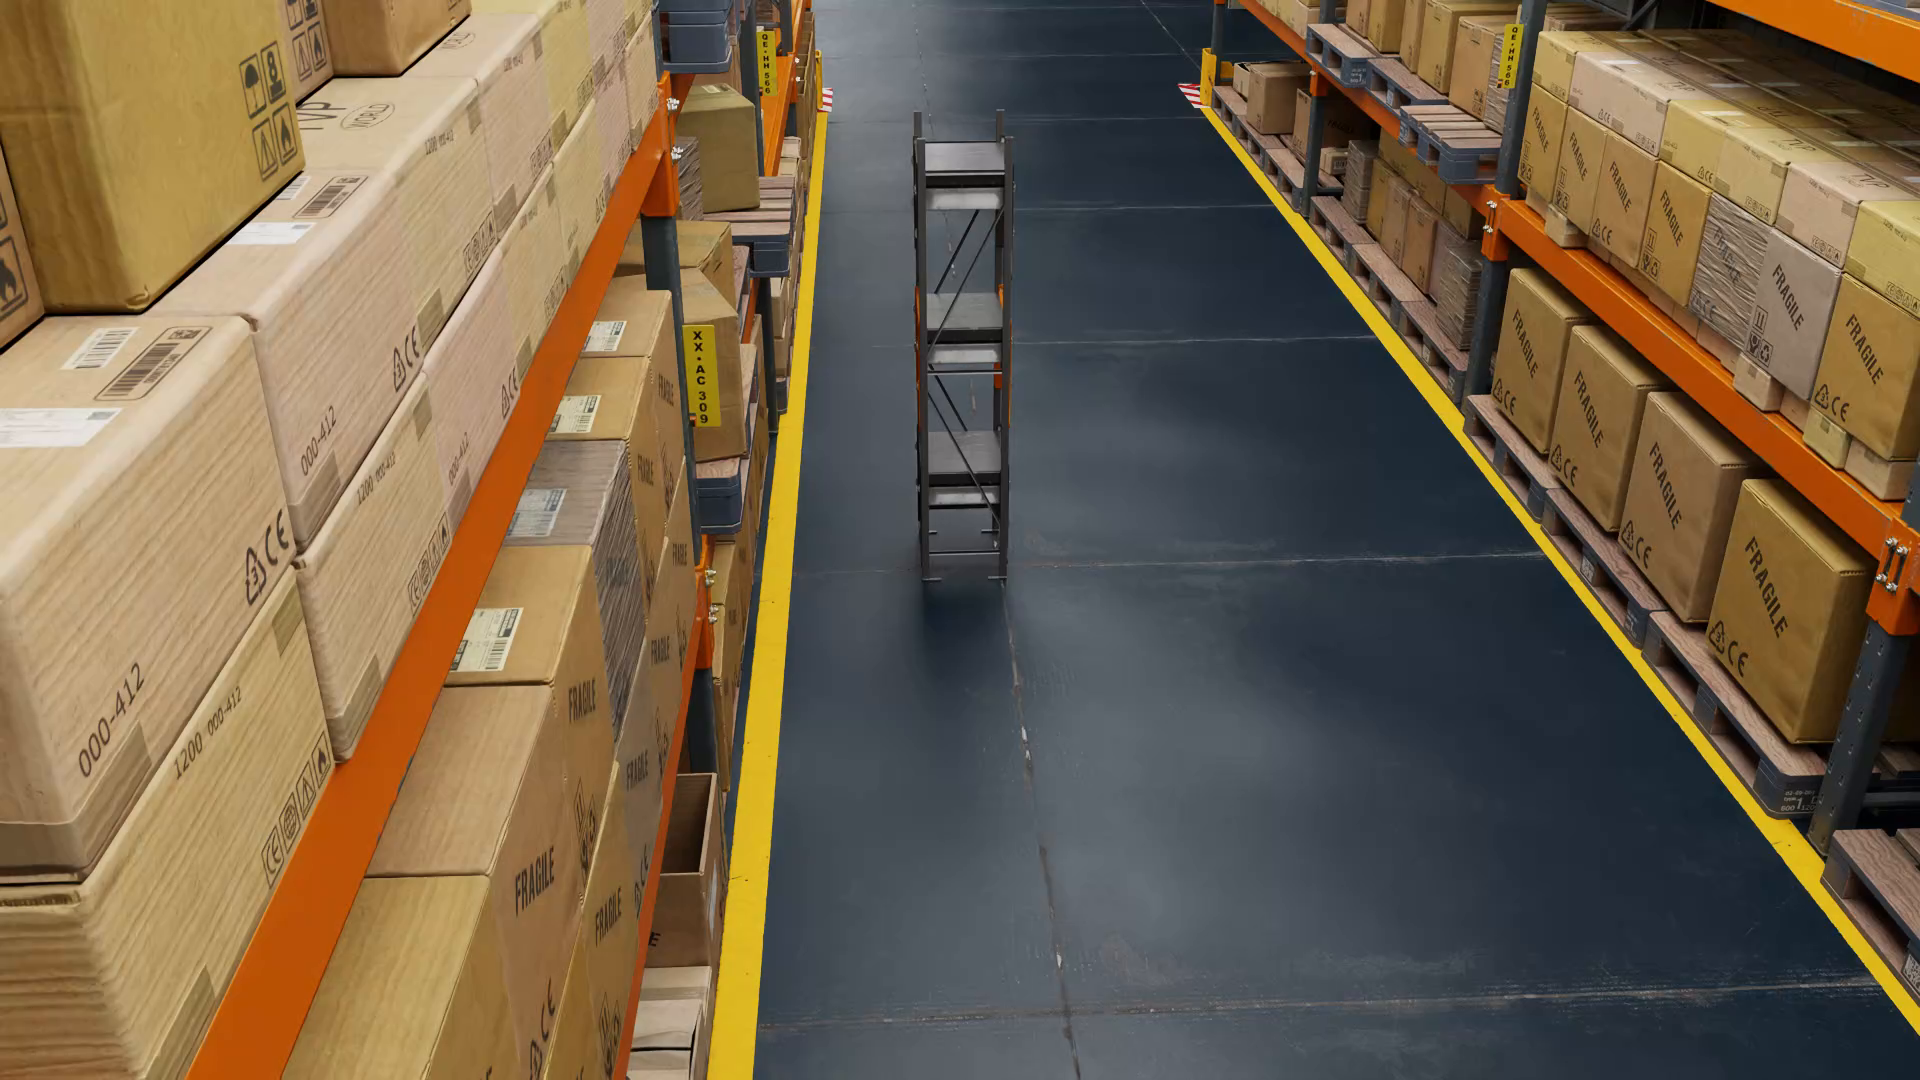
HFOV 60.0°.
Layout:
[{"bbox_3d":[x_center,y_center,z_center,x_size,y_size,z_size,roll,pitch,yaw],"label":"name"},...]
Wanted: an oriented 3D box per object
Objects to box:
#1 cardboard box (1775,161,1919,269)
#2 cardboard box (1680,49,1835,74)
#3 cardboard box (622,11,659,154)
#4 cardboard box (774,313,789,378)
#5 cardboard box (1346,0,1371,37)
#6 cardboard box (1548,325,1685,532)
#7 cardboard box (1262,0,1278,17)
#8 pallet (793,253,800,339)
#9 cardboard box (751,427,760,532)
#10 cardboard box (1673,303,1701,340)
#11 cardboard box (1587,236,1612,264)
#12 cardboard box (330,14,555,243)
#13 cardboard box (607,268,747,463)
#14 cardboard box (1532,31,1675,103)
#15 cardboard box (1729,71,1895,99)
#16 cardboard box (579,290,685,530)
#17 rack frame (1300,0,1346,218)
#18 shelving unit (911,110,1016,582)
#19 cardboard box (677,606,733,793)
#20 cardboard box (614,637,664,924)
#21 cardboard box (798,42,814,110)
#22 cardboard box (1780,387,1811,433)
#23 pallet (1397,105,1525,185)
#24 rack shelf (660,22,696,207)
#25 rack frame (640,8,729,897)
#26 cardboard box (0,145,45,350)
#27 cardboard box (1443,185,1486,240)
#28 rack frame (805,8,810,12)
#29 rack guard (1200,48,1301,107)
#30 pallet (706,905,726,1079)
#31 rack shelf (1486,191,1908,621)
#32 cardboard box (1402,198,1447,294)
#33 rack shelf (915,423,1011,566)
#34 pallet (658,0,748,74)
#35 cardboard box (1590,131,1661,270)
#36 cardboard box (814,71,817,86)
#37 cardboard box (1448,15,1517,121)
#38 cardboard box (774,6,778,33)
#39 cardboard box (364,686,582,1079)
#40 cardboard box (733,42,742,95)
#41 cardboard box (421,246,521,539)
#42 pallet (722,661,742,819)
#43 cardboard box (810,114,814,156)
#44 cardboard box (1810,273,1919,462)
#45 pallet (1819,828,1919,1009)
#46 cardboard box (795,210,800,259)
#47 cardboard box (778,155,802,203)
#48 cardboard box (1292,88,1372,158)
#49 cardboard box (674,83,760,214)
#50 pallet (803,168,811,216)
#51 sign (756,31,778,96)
[{"bbox_3d":[3.327,-1.177,6.000,0.500,0.250,0.500,-1,28,-2],"label":"cardboard box"},{"bbox_3d":[3.721,-2.136,7.839,0.500,0.250,0.500,-2,28,-4],"label":"cardboard box"},{"bbox_3d":[-1.032,-1.137,4.105,0.500,0.250,0.500,-1,28,-3],"label":"cardboard box"},{"bbox_3d":[-1.266,-1.155,9.740,0.500,0.250,0.500,-1,28,-3],"label":"cardboard box"},{"bbox_3d":[3.199,-3.911,11.922,0.700,0.500,0.500,-1,28,-2],"label":"cardboard box"},{"bbox_3d":[3.362,-0.546,7.924,0.750,0.750,0.750,-2,28,-3],"label":"cardboard box"},{"bbox_3d":[2.819,-4.524,13.820,0.500,0.250,0.500,-2,28,-3],"label":"cardboard box"},{"bbox_3d":[-1.596,-1.646,11.178,1.003,0.211,1.213,-1,28,-3],"label":"pallet"},{"bbox_3d":[-1.222,-0.361,7.925,0.500,0.500,0.500,-2,28,-5],"label":"cardboard box"},{"bbox_3d":[3.299,-0.971,7.118,0.380,0.149,0.250,-1,28,-1],"label":"cardboard box"},{"bbox_3d":[3.271,-1.446,8.029,0.380,0.149,0.250,-2,28,-3],"label":"cardboard box"},{"bbox_3d":[-0.954,-0.666,2.662,0.500,0.250,0.500,-1,28,-3],"label":"cardboard box"},{"bbox_3d":[-1.124,-0.547,5.492,0.700,0.500,0.500,-11,29,-20],"label":"cardboard box"},{"bbox_3d":[3.183,-2.349,8.248,0.500,0.250,0.500,-1,28,-1],"label":"cardboard box"},{"bbox_3d":[3.745,-1.899,7.384,0.500,0.250,0.500,-2,28,-4],"label":"cardboard box"},{"bbox_3d":[-1.038,-0.352,4.492,0.500,0.500,0.500,-1,28,-2],"label":"cardboard box"},{"bbox_3d":[3.206,-3.908,12.499,1.000,3.000,0.127,-1,28,-3],"label":"rack frame"},{"bbox_3d":[0.009,-0.855,7.618,0.431,2.100,0.503,-1,28,-3],"label":"shelving unit"},{"bbox_3d":[-1.105,0.592,6.098,0.500,0.500,0.500,-3,28,-5],"label":"cardboard box"},{"bbox_3d":[-0.983,0.564,3.818,0.500,0.500,0.500,-1,28,-1],"label":"cardboard box"},{"bbox_3d":[-1.533,-4.000,14.385,0.500,0.500,0.500,-1,28,-3],"label":"cardboard box"},{"bbox_3d":[3.318,-0.497,6.209,0.380,0.149,0.250,-1,28,-1],"label":"cardboard box"},{"bbox_3d":[3.272,-2.302,9.627,1.213,0.211,1.003,-1,28,-3],"label":"pallet"},{"bbox_3d":[-1.427,-2.027,6.426,1.077,0.370,4.000,-1,28,-3],"label":"rack shelf"},{"bbox_3d":[-1.323,-0.092,5.183,1.000,3.000,0.127,-1,28,-3],"label":"rack frame"},{"bbox_3d":[-1.157,-0.299,1.147,0.700,0.500,0.500,-1,28,-3],"label":"cardboard box"},{"bbox_3d":[3.358,-2.076,10.403,0.500,0.250,0.500,-1,28,-2],"label":"cardboard box"},{"bbox_3d":[-1.949,-5.634,15.808,1.000,3.000,0.127,-1,28,-3],"label":"rack frame"},{"bbox_3d":[3.001,-4.612,16.551,1.175,0.500,0.348,-1,28,-3],"label":"rack guard"},{"bbox_3d":[-1.288,1.462,5.219,1.003,0.211,1.213,-1,28,-3],"label":"pallet"},{"bbox_3d":[3.520,-0.818,7.352,1.077,0.370,4.000,-1,28,-3],"label":"rack shelf"},{"bbox_3d":[3.360,-1.948,10.969,0.700,0.500,0.500,-2,28,-3],"label":"cardboard box"},{"bbox_3d":[0.009,-0.222,7.948,0.431,0.518,0.480,-1,28,-3],"label":"rack shelf"},{"bbox_3d":[-1.287,-1.641,5.113,1.213,0.211,1.003,-1,28,-3],"label":"pallet"},{"bbox_3d":[3.228,-1.544,7.515,0.500,0.500,0.500,-2,28,-3],"label":"cardboard box"},{"bbox_3d":[-1.626,-4.360,15.885,0.500,0.250,0.500,-1,28,-3],"label":"cardboard box"},{"bbox_3d":[3.324,-2.774,9.741,0.700,0.500,0.500,-4,28,-7],"label":"cardboard box"},{"bbox_3d":[-1.804,-4.279,13.102,0.700,0.500,0.500,-2,28,-3],"label":"cardboard box"},{"bbox_3d":[-0.930,0.584,2.697,0.500,0.500,0.500,-1,28,-2],"label":"cardboard box"},{"bbox_3d":[-1.663,-3.001,10.652,0.500,0.500,0.500,-1,28,-3],"label":"cardboard box"},{"bbox_3d":[-0.928,-0.214,2.334,0.500,0.250,0.500,-1,28,-3],"label":"cardboard box"},{"bbox_3d":[-1.403,0.770,6.546,1.003,0.211,1.213,-1,28,-3],"label":"pallet"},{"bbox_3d":[-1.504,-3.437,14.115,0.500,0.250,0.500,-1,28,-3],"label":"cardboard box"},{"bbox_3d":[3.348,-0.605,5.716,0.500,0.500,0.500,-2,28,-3],"label":"cardboard box"},{"bbox_3d":[3.586,1.376,5.383,1.003,0.211,1.213,-1,28,-3],"label":"pallet"},{"bbox_3d":[-1.378,-2.099,11.550,0.500,0.250,0.500,-1,28,-2],"label":"cardboard box"},{"bbox_3d":[-1.400,-2.582,11.869,0.500,0.311,0.500,-1,28,-1],"label":"cardboard box"},{"bbox_3d":[3.112,-3.473,13.892,0.500,0.500,0.500,-3,28,-7],"label":"cardboard box"},{"bbox_3d":[-1.386,-1.882,8.052,0.700,0.500,0.500,-11,29,-20],"label":"cardboard box"},{"bbox_3d":[-1.740,-2.918,13.617,1.003,0.211,1.213,-1,28,-3],"label":"pallet"},{"bbox_3d":[-0.990,-2.435,8.508,0.100,0.325,0.005,-1,28,-3],"label":"sign"}]
